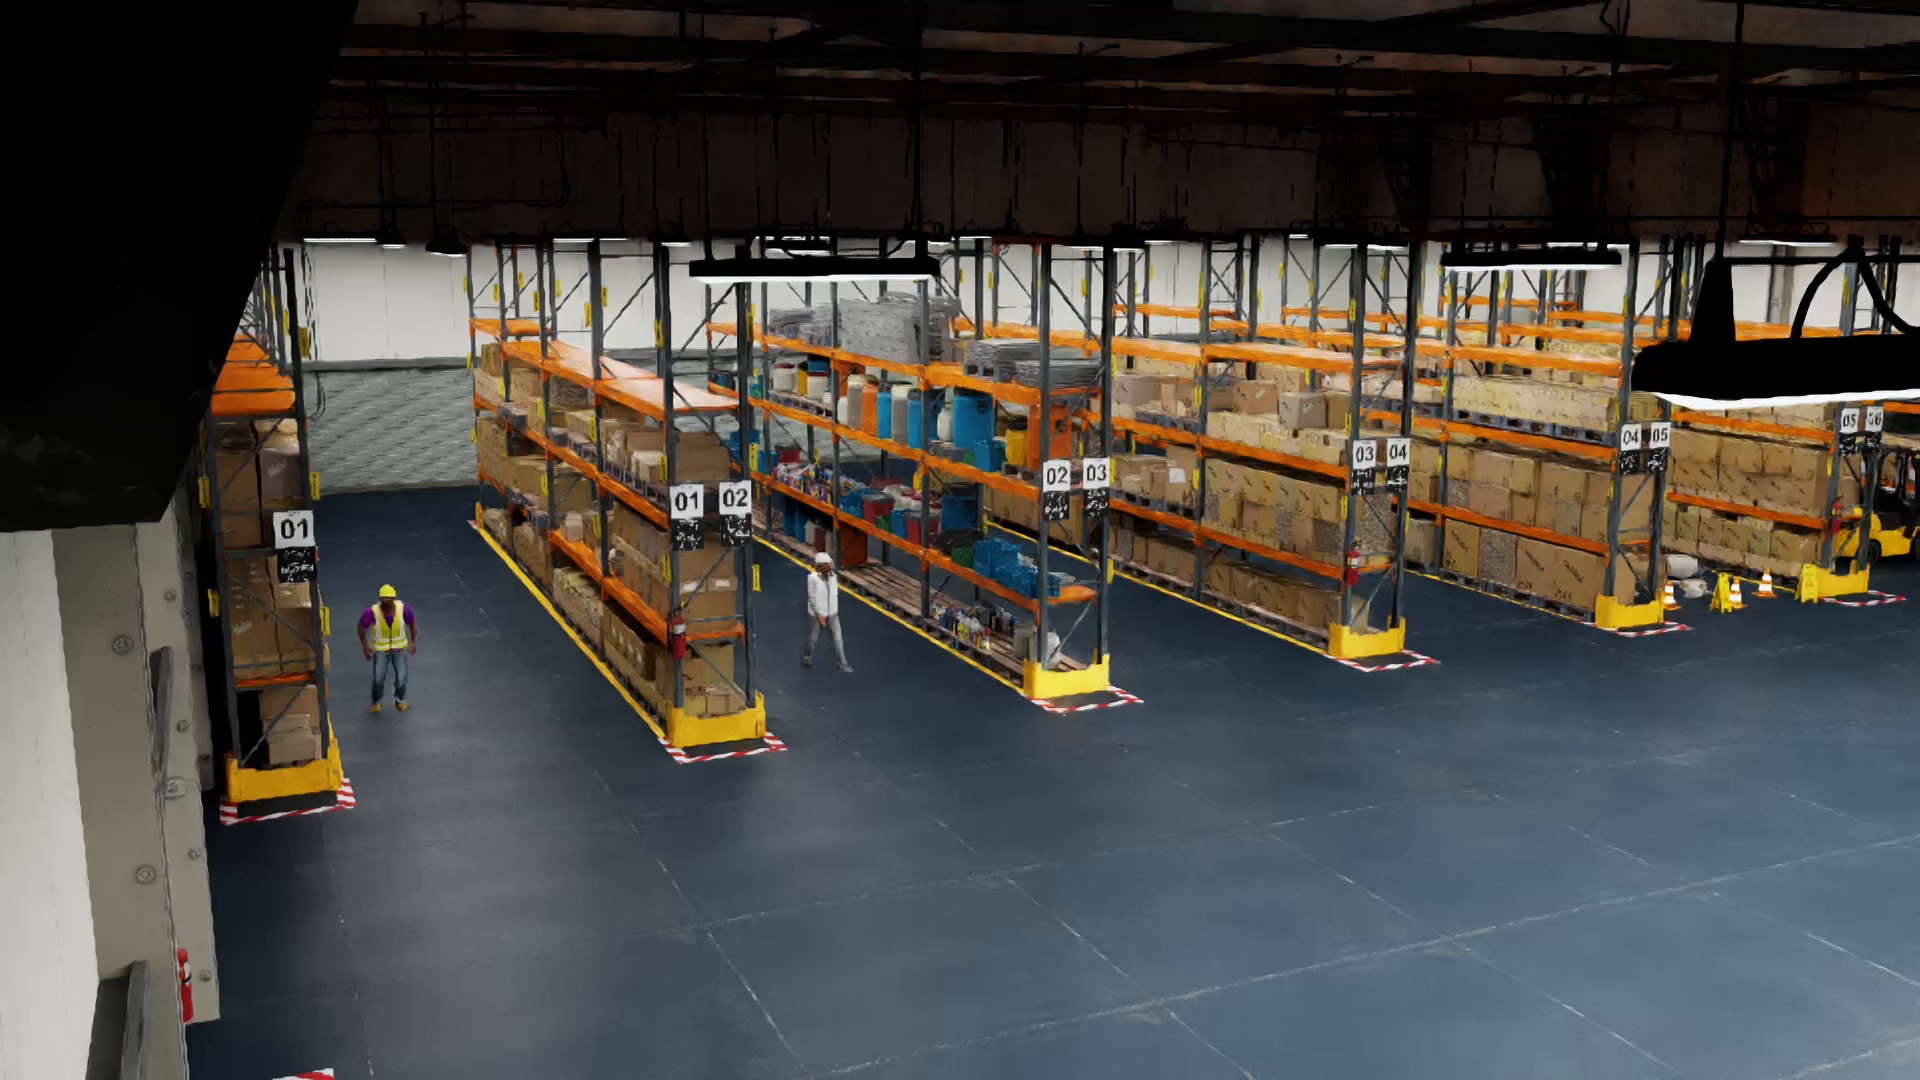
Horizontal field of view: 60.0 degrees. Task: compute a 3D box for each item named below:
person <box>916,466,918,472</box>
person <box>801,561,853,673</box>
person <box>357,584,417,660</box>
[{"bbox_3d":[-0.700,-2.430,41.260,0.708,1.667,0.841,-9,14,-40],"label":"person"},{"bbox_3d":[-1.924,1.038,23.403,0.538,1.648,1.026,-7,13,-31],"label":"person"},{"bbox_3d":[-7.359,1.042,21.373,0.719,0.981,0.485,-5,12,-26],"label":"person"}]
